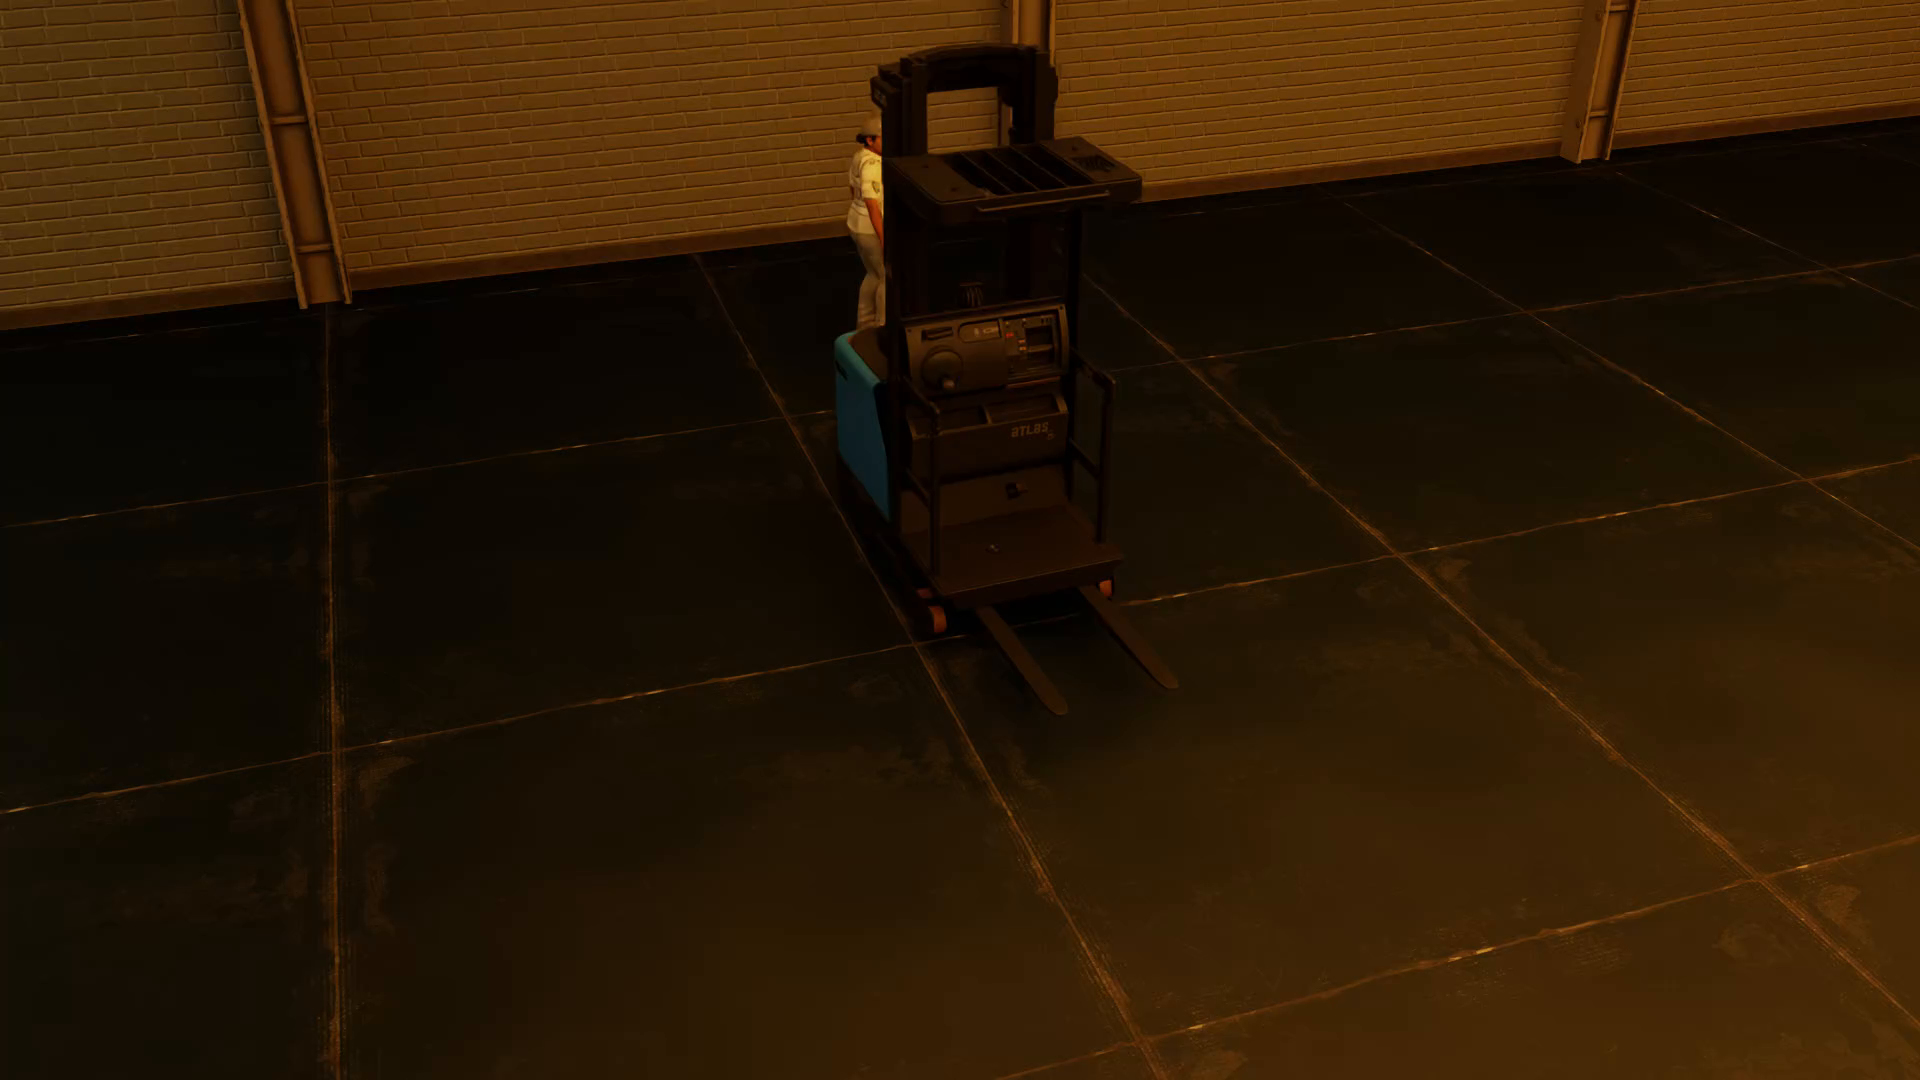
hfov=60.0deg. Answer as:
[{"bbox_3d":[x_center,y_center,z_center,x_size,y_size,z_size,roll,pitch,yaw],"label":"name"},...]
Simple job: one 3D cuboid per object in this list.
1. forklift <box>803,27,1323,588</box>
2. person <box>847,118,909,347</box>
[{"bbox_3d":[0.624,-1.329,9.396,3.031,2.935,1.130,-4,30,-8],"label":"forklift"},{"bbox_3d":[-0.613,-2.266,12.222,0.394,1.668,0.484,-11,32,-18],"label":"person"}]
